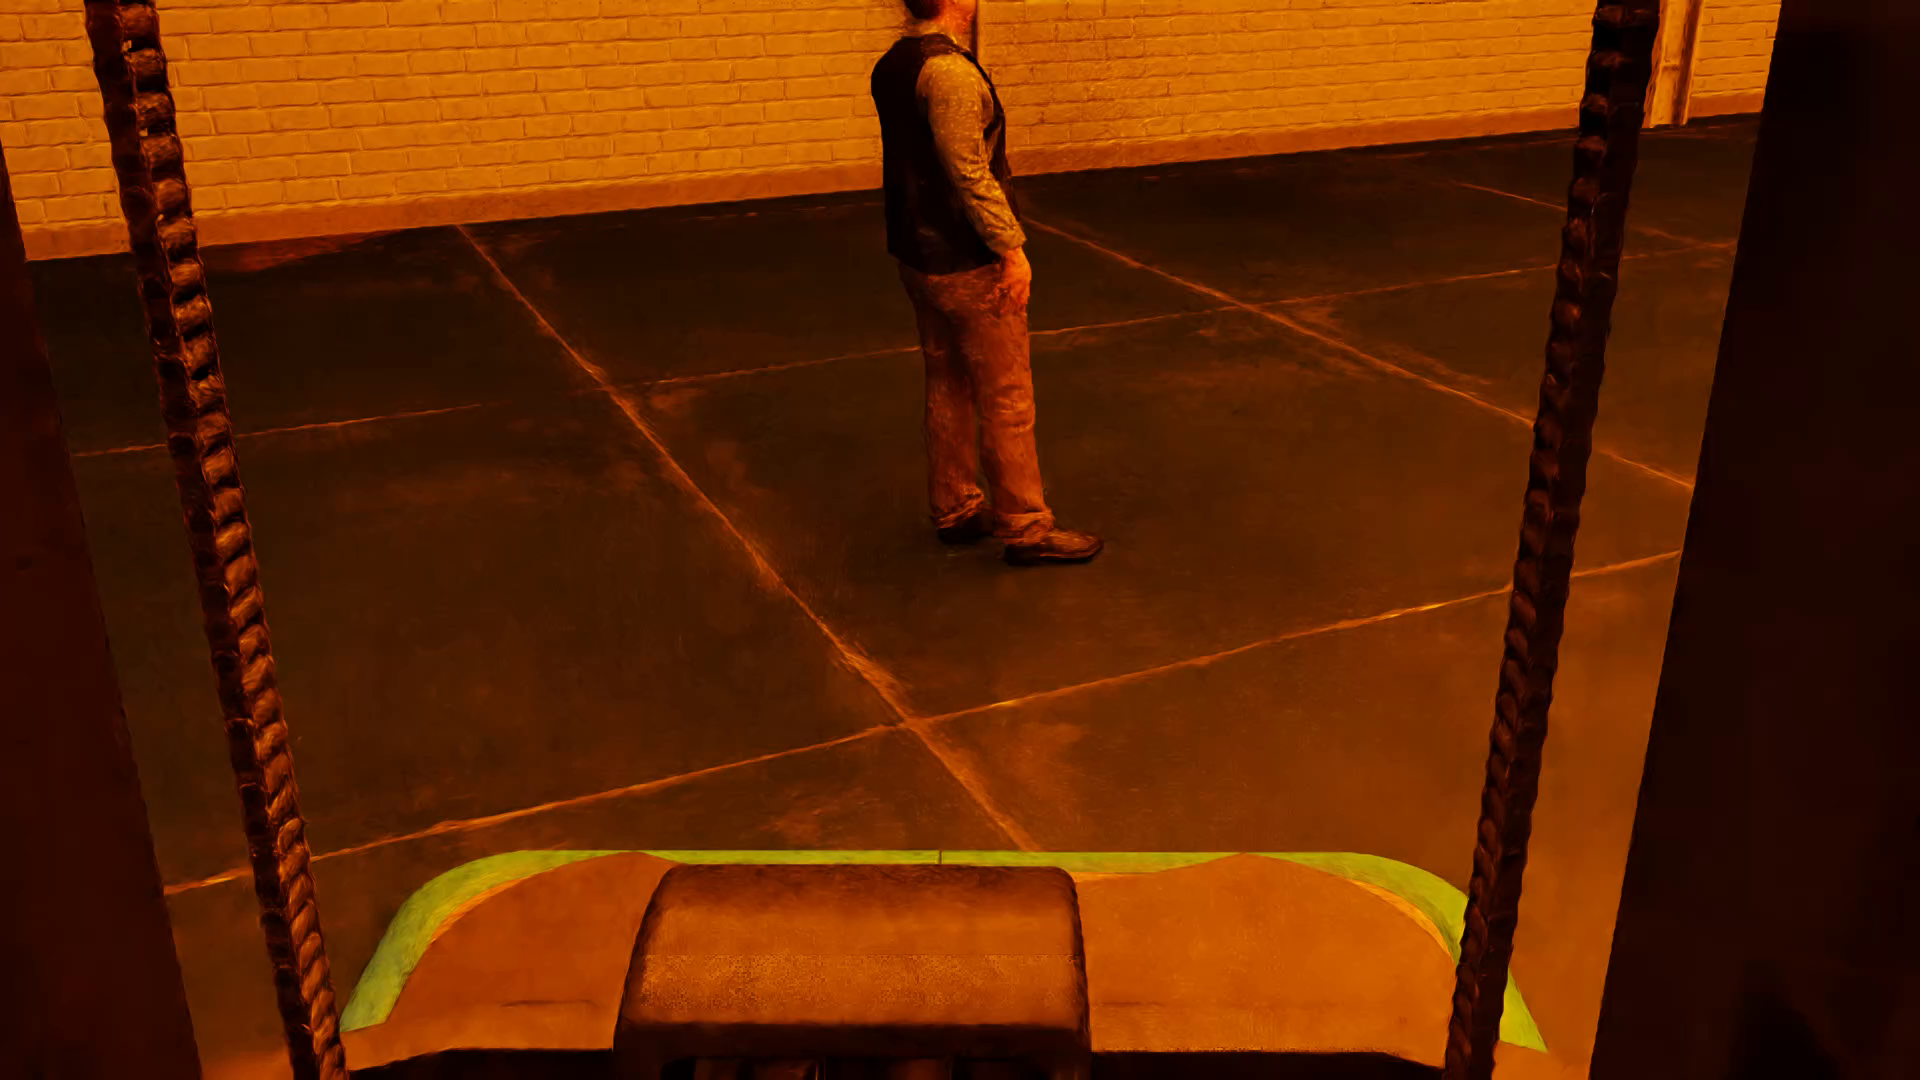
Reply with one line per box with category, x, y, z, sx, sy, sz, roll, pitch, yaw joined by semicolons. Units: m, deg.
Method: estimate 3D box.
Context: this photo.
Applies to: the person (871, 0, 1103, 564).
person;0.060;-0.809;4.791;0.567;1.720;0.632;-10;25;-23
